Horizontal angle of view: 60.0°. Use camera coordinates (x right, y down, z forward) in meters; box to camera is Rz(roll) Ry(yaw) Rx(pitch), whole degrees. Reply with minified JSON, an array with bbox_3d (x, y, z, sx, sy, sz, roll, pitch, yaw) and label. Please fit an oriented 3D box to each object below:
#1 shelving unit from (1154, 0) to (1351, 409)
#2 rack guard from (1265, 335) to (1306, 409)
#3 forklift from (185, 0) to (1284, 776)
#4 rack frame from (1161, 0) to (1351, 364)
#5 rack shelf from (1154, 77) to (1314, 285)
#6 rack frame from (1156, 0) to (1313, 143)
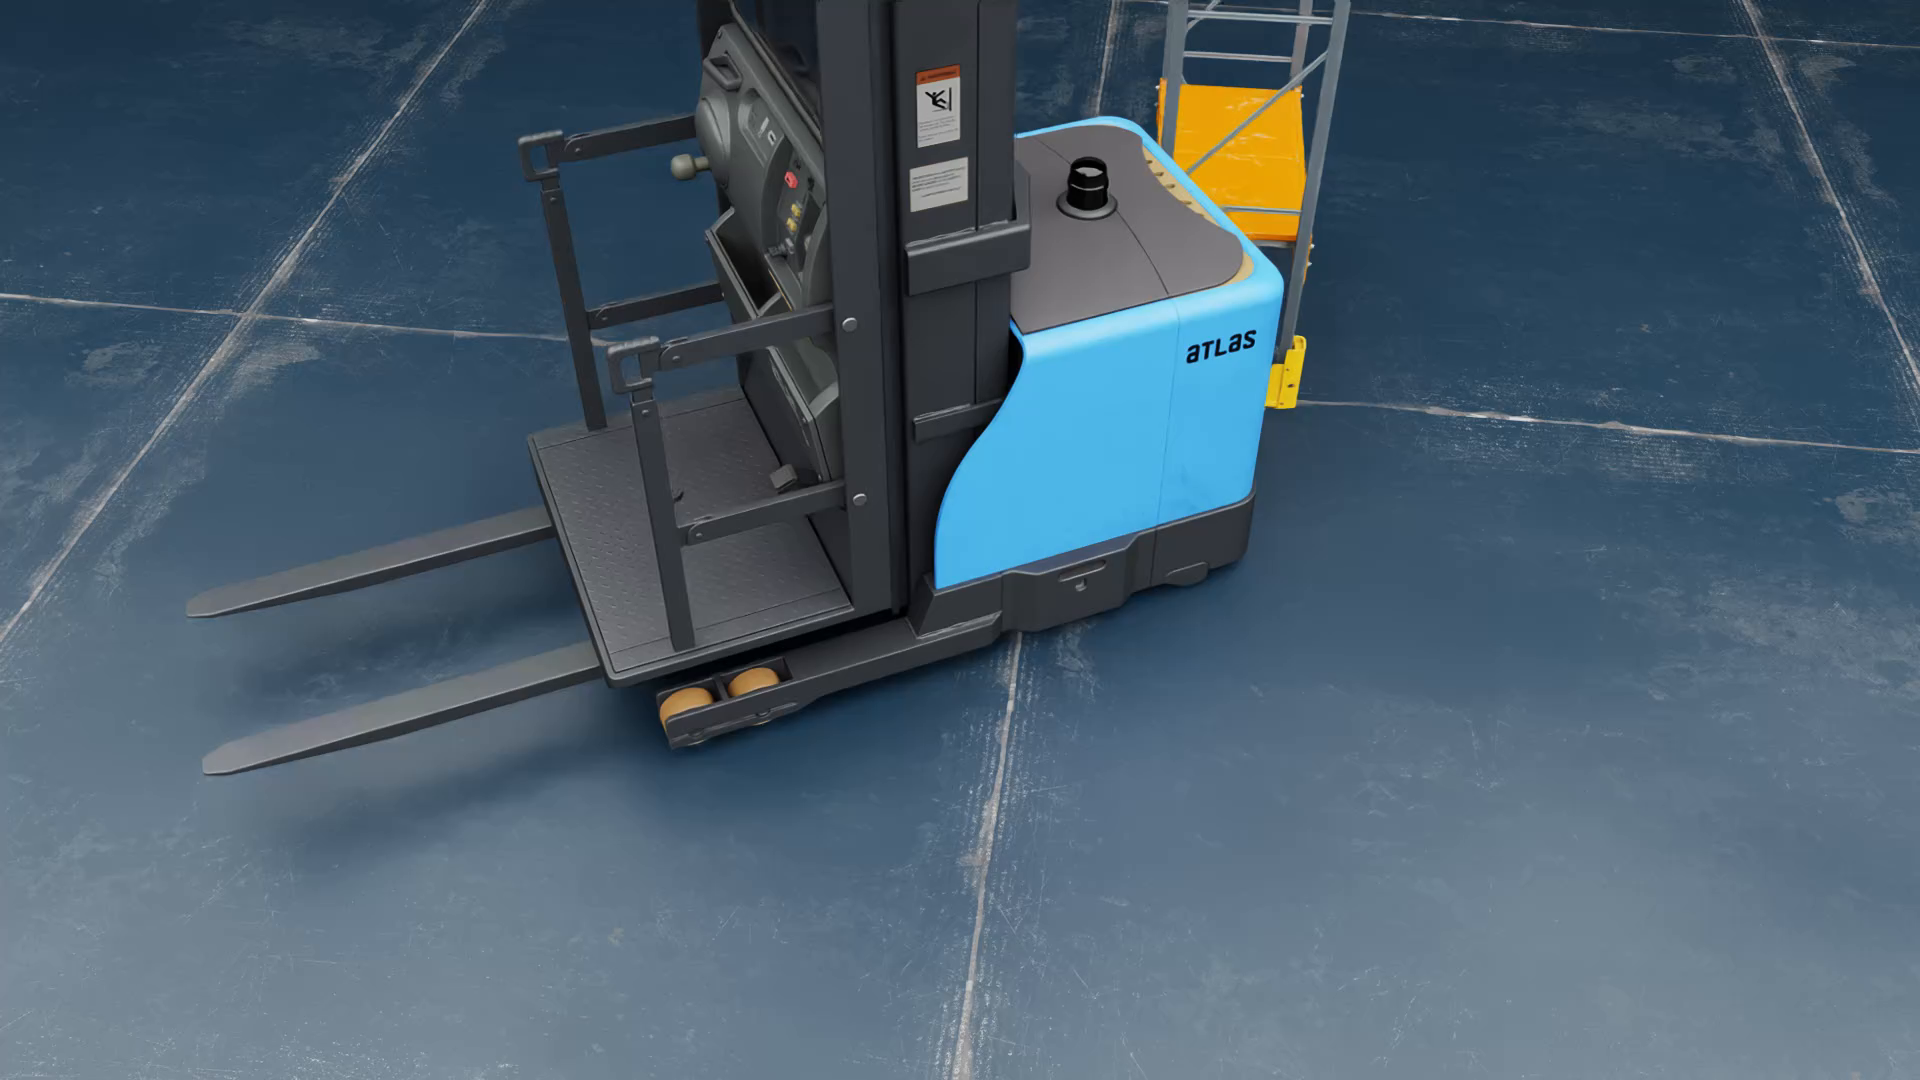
[{"bbox_3d":[0.926,-1.386,5.623,0.587,1.500,1.083,5,44,5],"label":"shelving unit"},{"bbox_3d":[0.869,-0.593,5.694,0.587,0.250,0.087,5,44,5],"label":"rack guard"},{"bbox_3d":[-0.679,-0.905,4.075,3.031,2.935,1.130,-16,46,-16],"label":"forklift"},{"bbox_3d":[0.869,-1.046,5.263,0.500,1.500,0.032,5,44,5],"label":"rack frame"},{"bbox_3d":[0.927,-1.262,5.754,0.538,0.185,1.000,5,44,5],"label":"rack shelf"},{"bbox_3d":[0.986,-1.740,5.997,0.500,1.500,0.032,5,44,5],"label":"rack frame"}]
